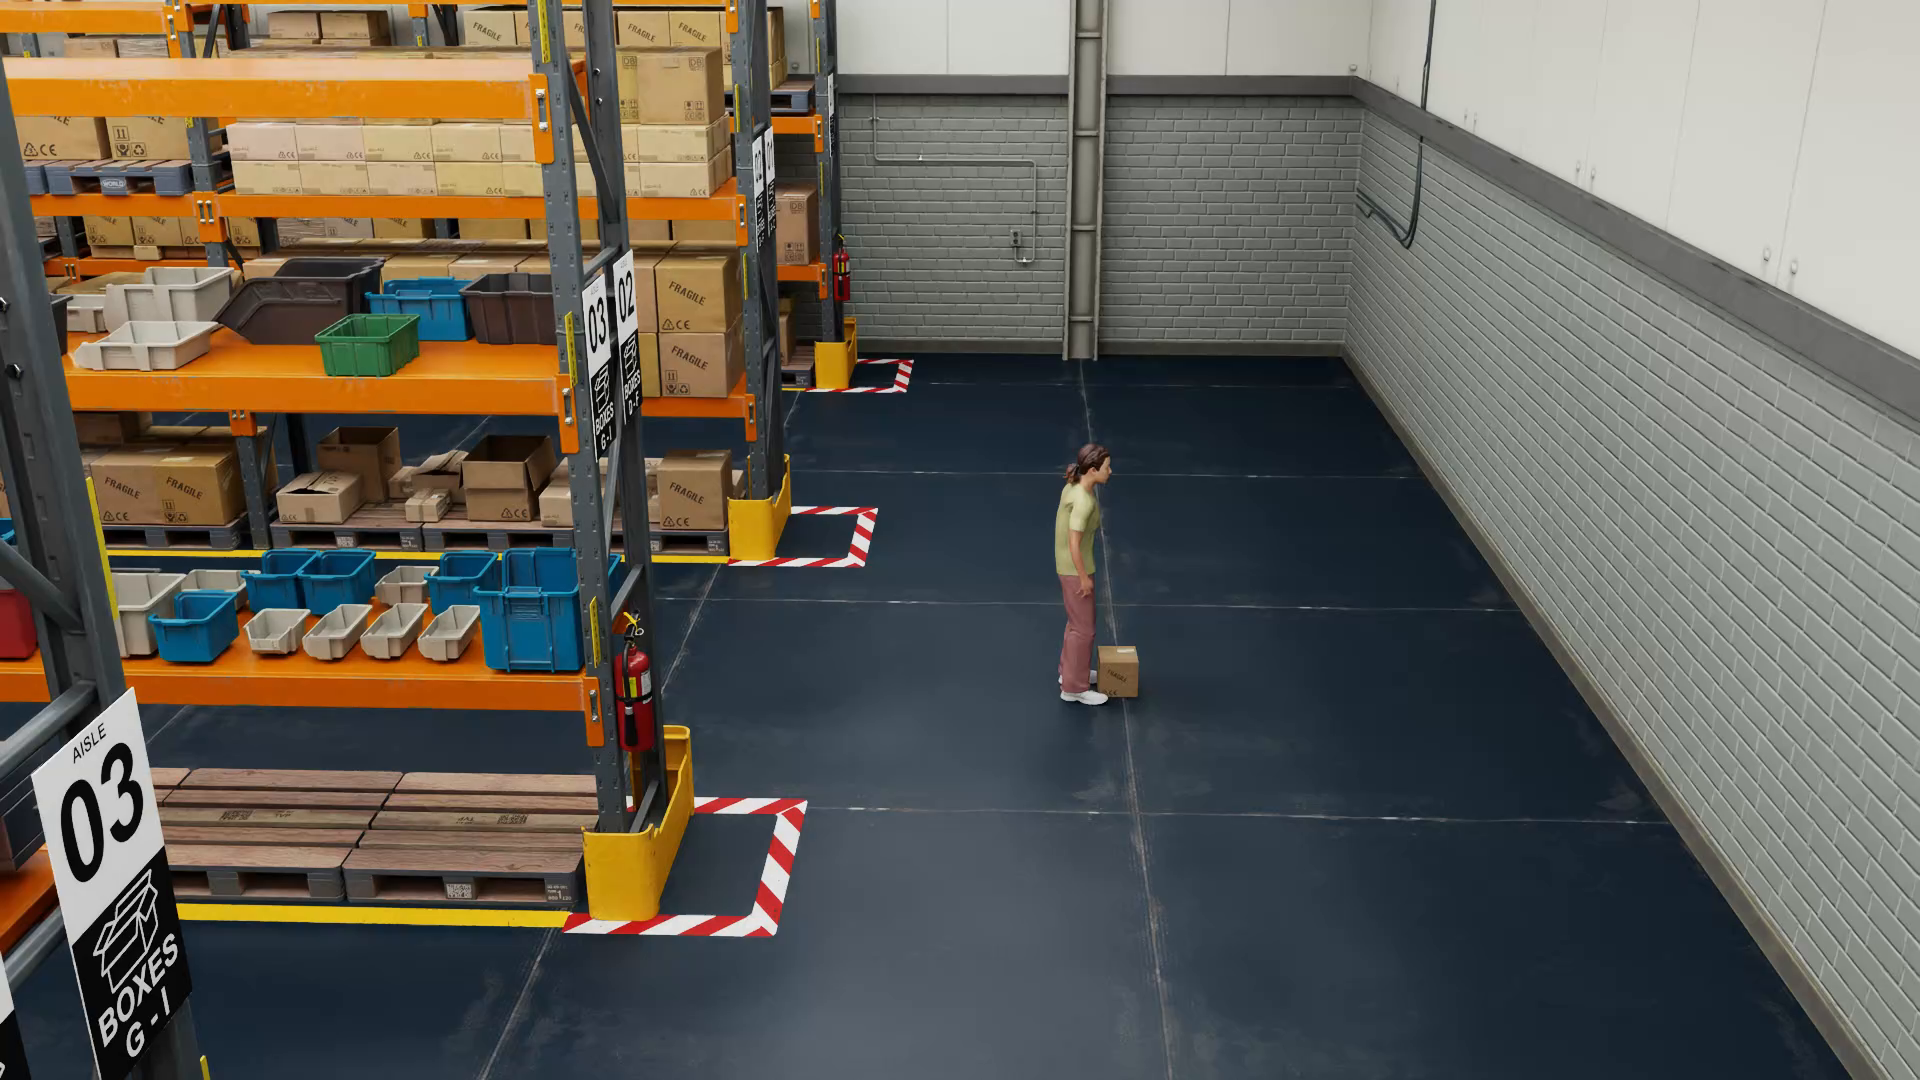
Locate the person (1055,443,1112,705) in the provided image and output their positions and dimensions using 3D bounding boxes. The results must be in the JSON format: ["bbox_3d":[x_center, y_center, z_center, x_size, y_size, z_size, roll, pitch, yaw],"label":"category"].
[{"bbox_3d":[0.779,0.192,10.576,0.356,1.673,0.499,1,21,2],"label":"person"}]
